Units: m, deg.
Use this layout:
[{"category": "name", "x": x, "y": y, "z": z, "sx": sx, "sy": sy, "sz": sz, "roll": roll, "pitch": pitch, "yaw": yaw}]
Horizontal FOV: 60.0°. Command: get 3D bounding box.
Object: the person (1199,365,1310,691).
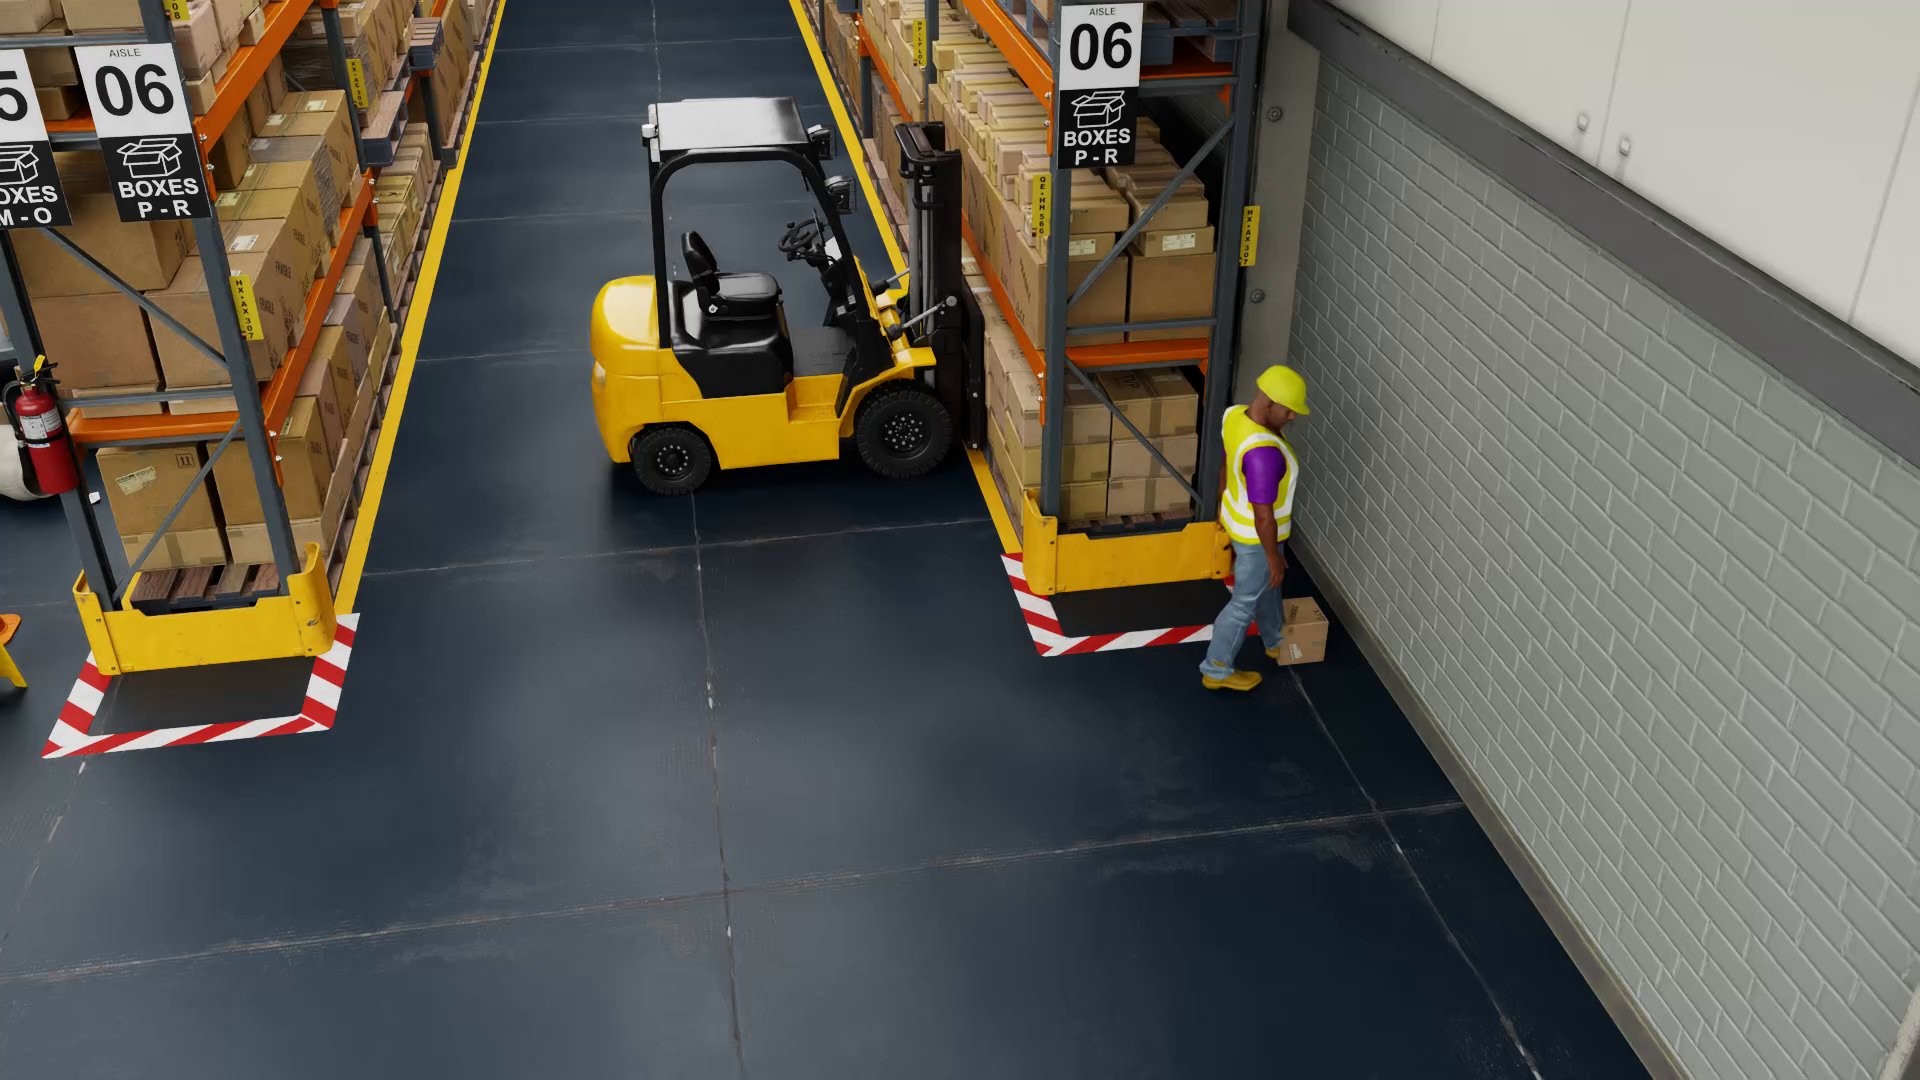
[{"category": "person", "x": 1.567, "y": -0.063, "z": 8.184, "sx": 0.711, "sy": 1.740, "sz": 0.619, "roll": -3, "pitch": 31, "yaw": -5}]
